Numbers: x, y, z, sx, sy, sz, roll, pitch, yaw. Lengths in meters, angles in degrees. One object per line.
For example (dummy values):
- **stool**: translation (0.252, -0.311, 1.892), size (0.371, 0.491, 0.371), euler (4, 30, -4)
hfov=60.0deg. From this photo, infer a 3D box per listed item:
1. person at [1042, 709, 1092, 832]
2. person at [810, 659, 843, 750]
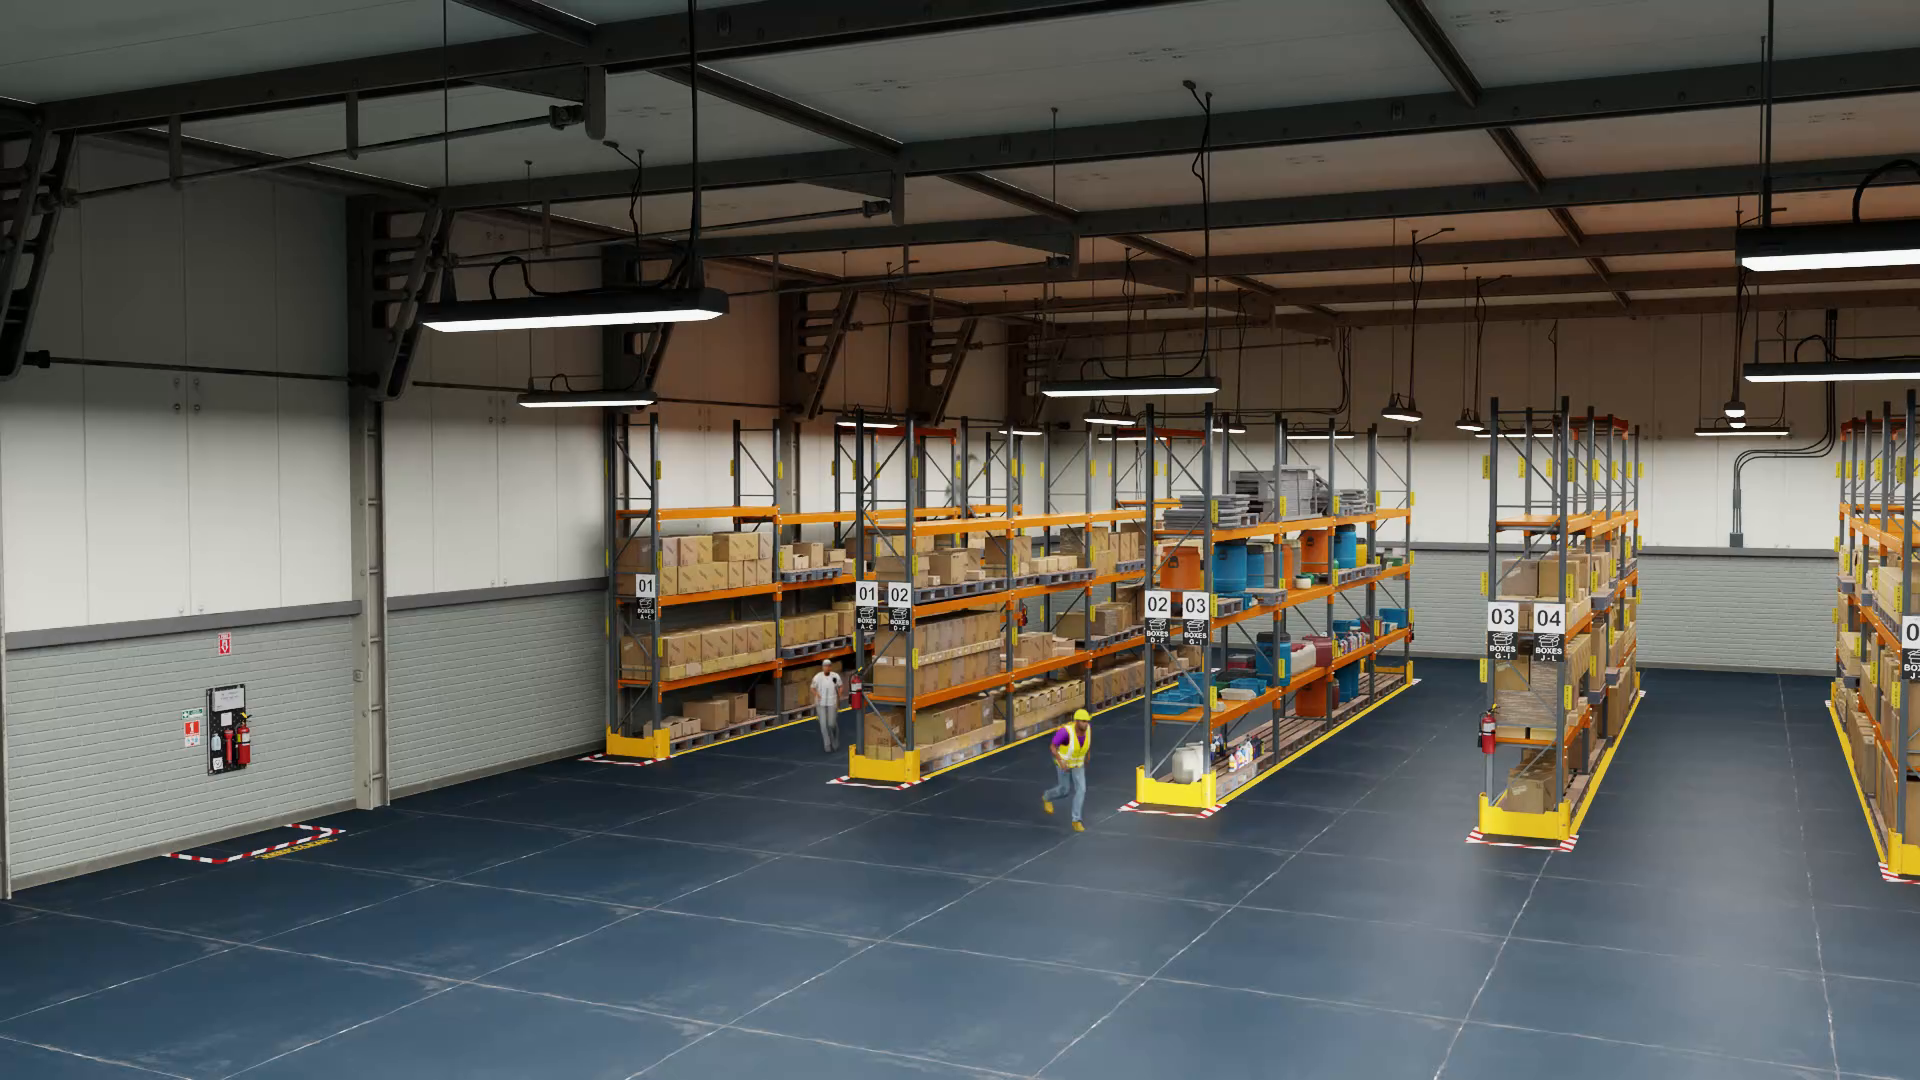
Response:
- **person**: translation (1.511, 3.192, 23.381), size (0.720, 1.713, 1.023), euler (-2, 3, -36)
- **person**: translation (-2.370, 2.939, 29.551), size (0.584, 1.633, 0.573), euler (0, 2, -2)
